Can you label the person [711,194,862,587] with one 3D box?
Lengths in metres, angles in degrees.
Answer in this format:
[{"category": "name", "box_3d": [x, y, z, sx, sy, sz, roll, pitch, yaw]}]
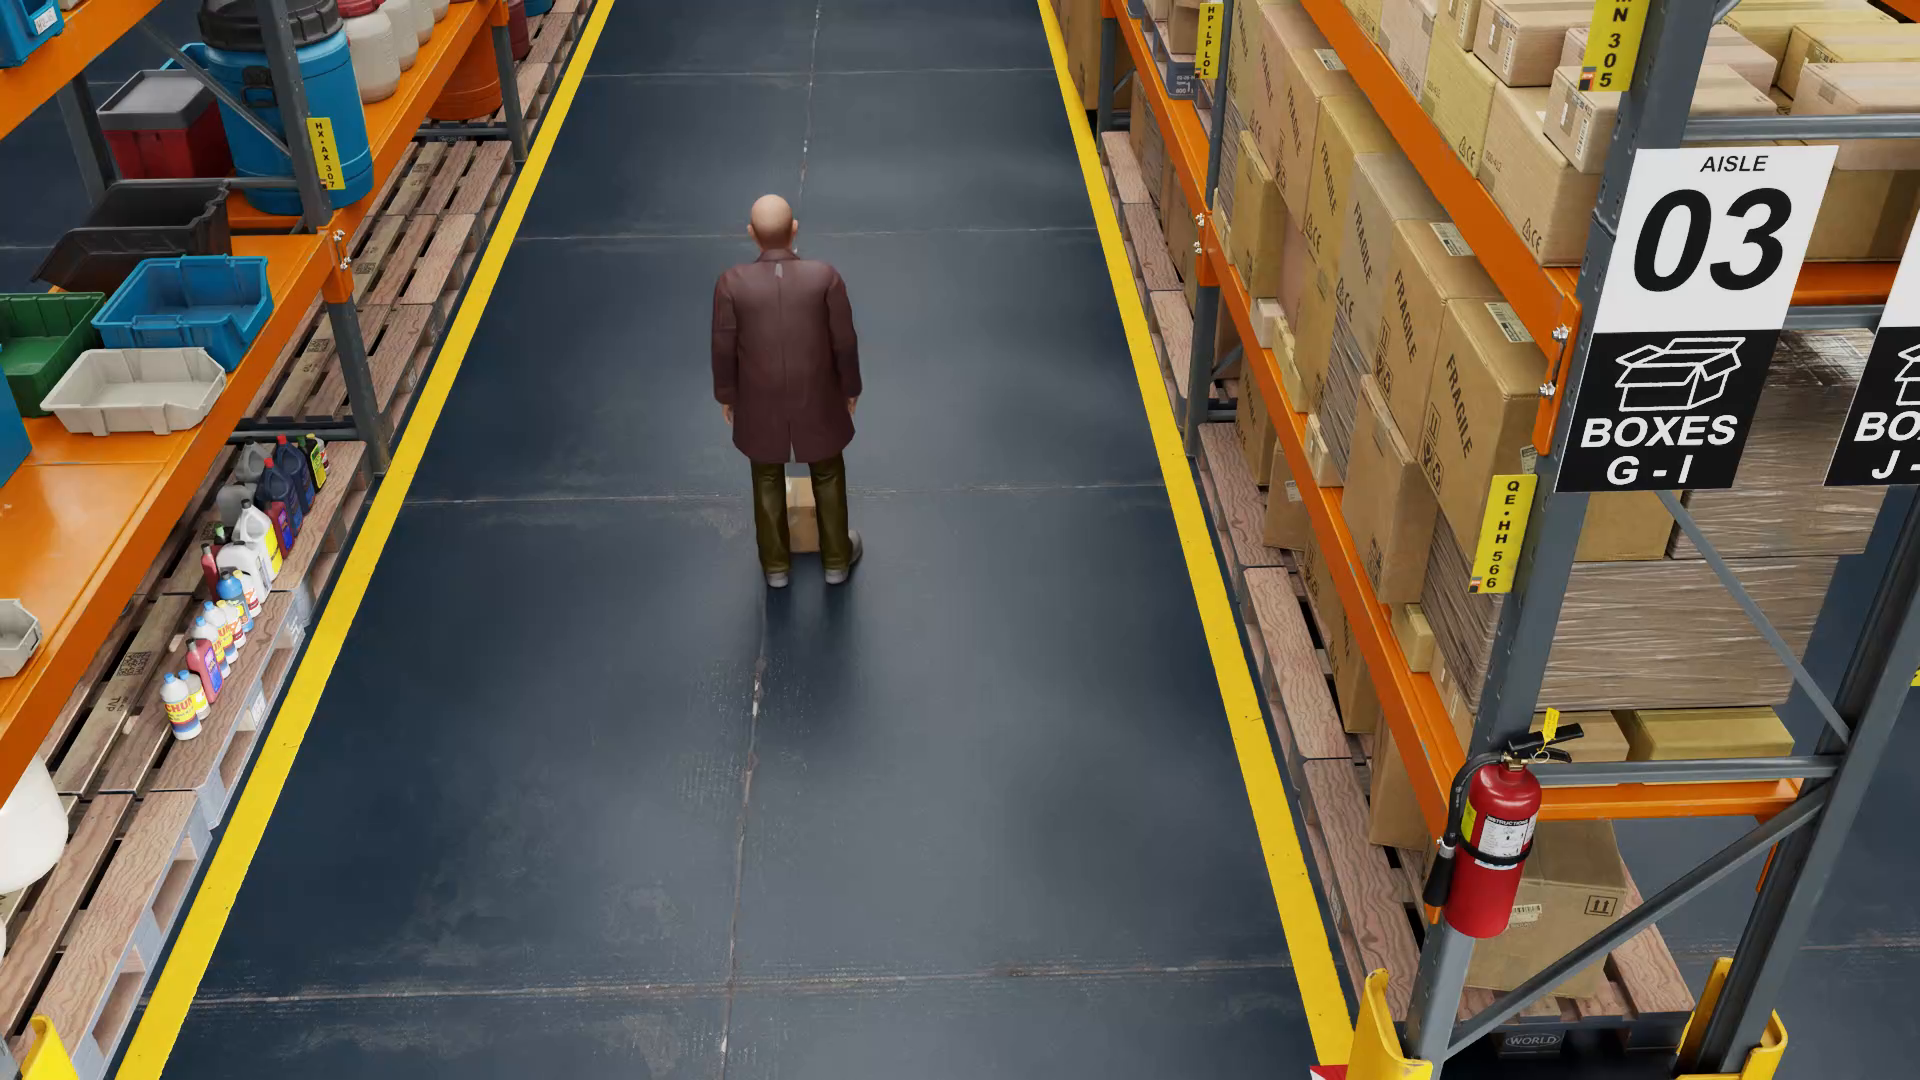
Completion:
[{"category": "person", "box_3d": [-0.724, -0.602, 7.026, 0.625, 1.773, 0.427, -3, 35, -4]}]
